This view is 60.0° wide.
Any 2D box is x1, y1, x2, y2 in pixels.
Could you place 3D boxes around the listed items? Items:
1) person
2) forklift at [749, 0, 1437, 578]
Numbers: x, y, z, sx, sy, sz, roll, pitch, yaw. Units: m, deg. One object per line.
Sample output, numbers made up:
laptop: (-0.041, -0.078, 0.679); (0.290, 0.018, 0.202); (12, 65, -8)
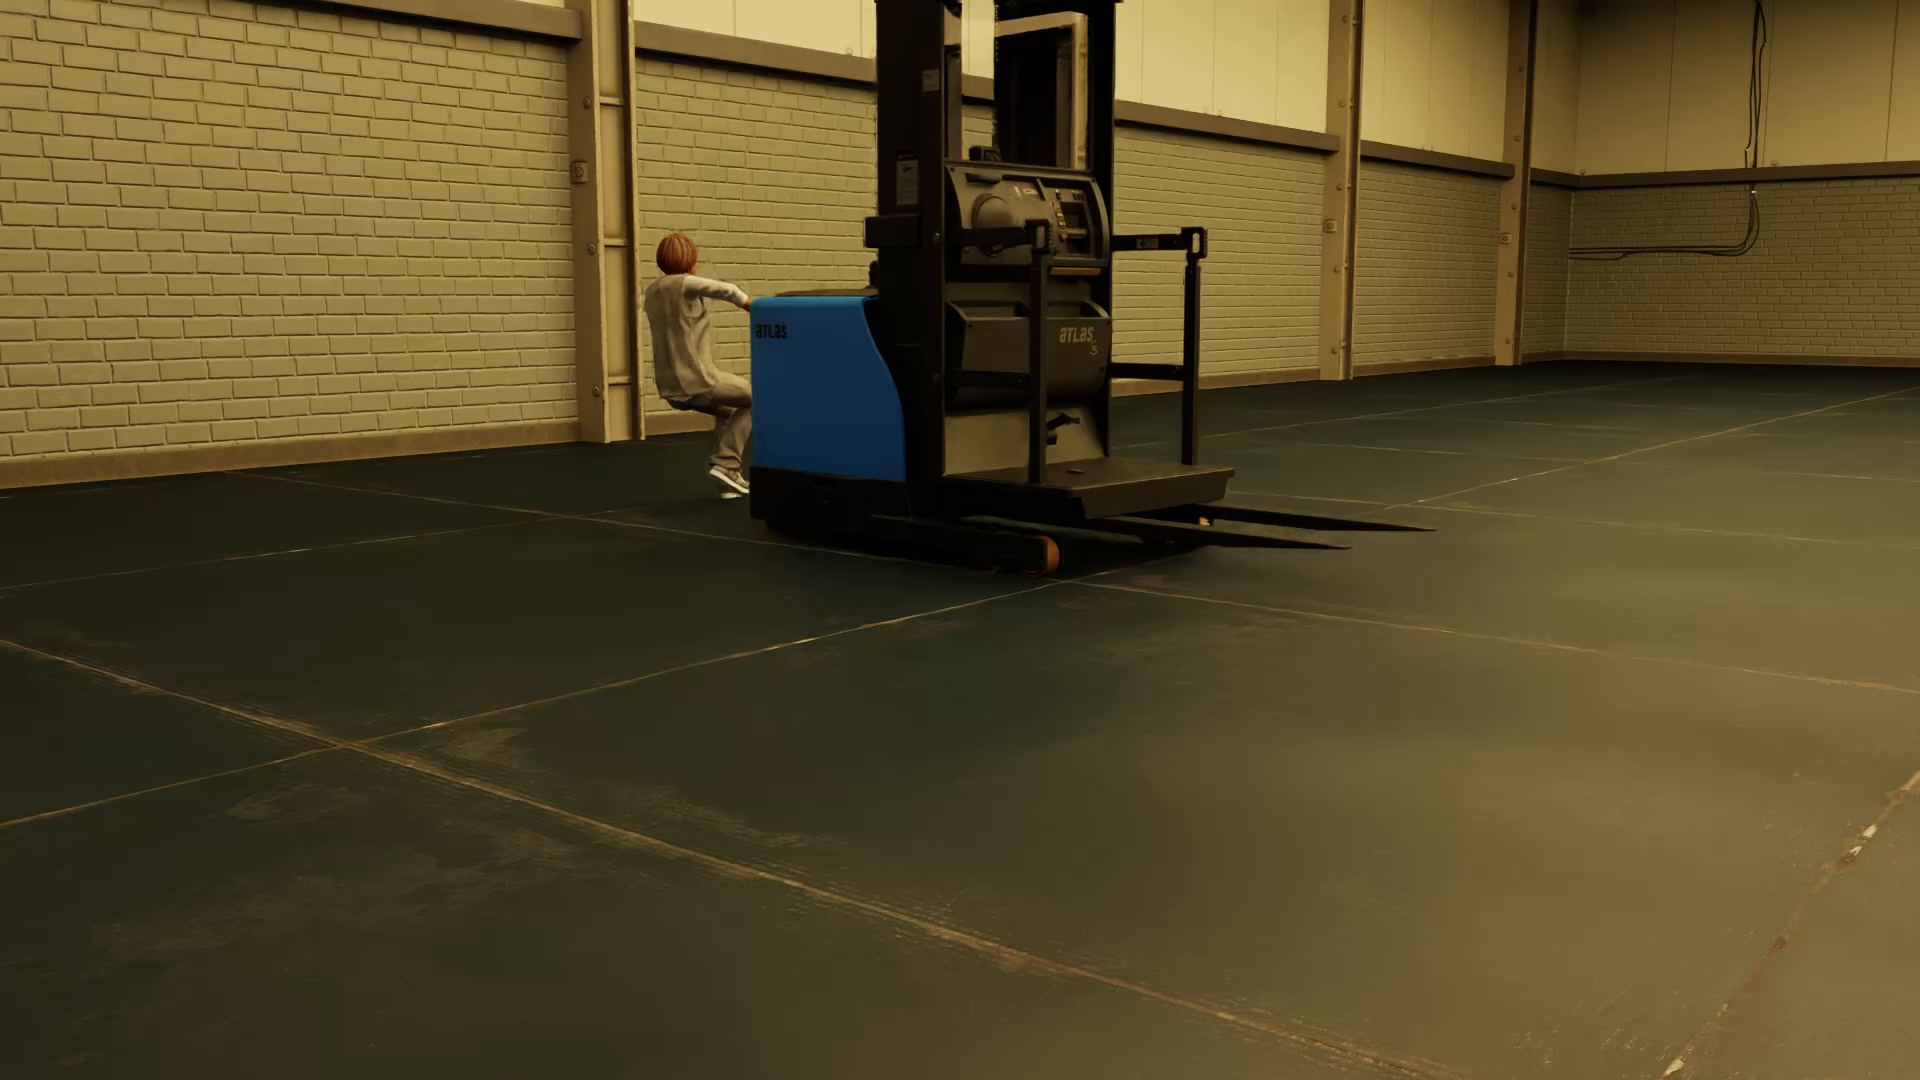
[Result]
person: (-1.233, -0.879, 8.589); (0.938, 1.377, 0.745); (7, 11, 39)
forklift: (0.446, -1.390, 6.779); (3.031, 2.935, 1.130); (8, 11, 43)
